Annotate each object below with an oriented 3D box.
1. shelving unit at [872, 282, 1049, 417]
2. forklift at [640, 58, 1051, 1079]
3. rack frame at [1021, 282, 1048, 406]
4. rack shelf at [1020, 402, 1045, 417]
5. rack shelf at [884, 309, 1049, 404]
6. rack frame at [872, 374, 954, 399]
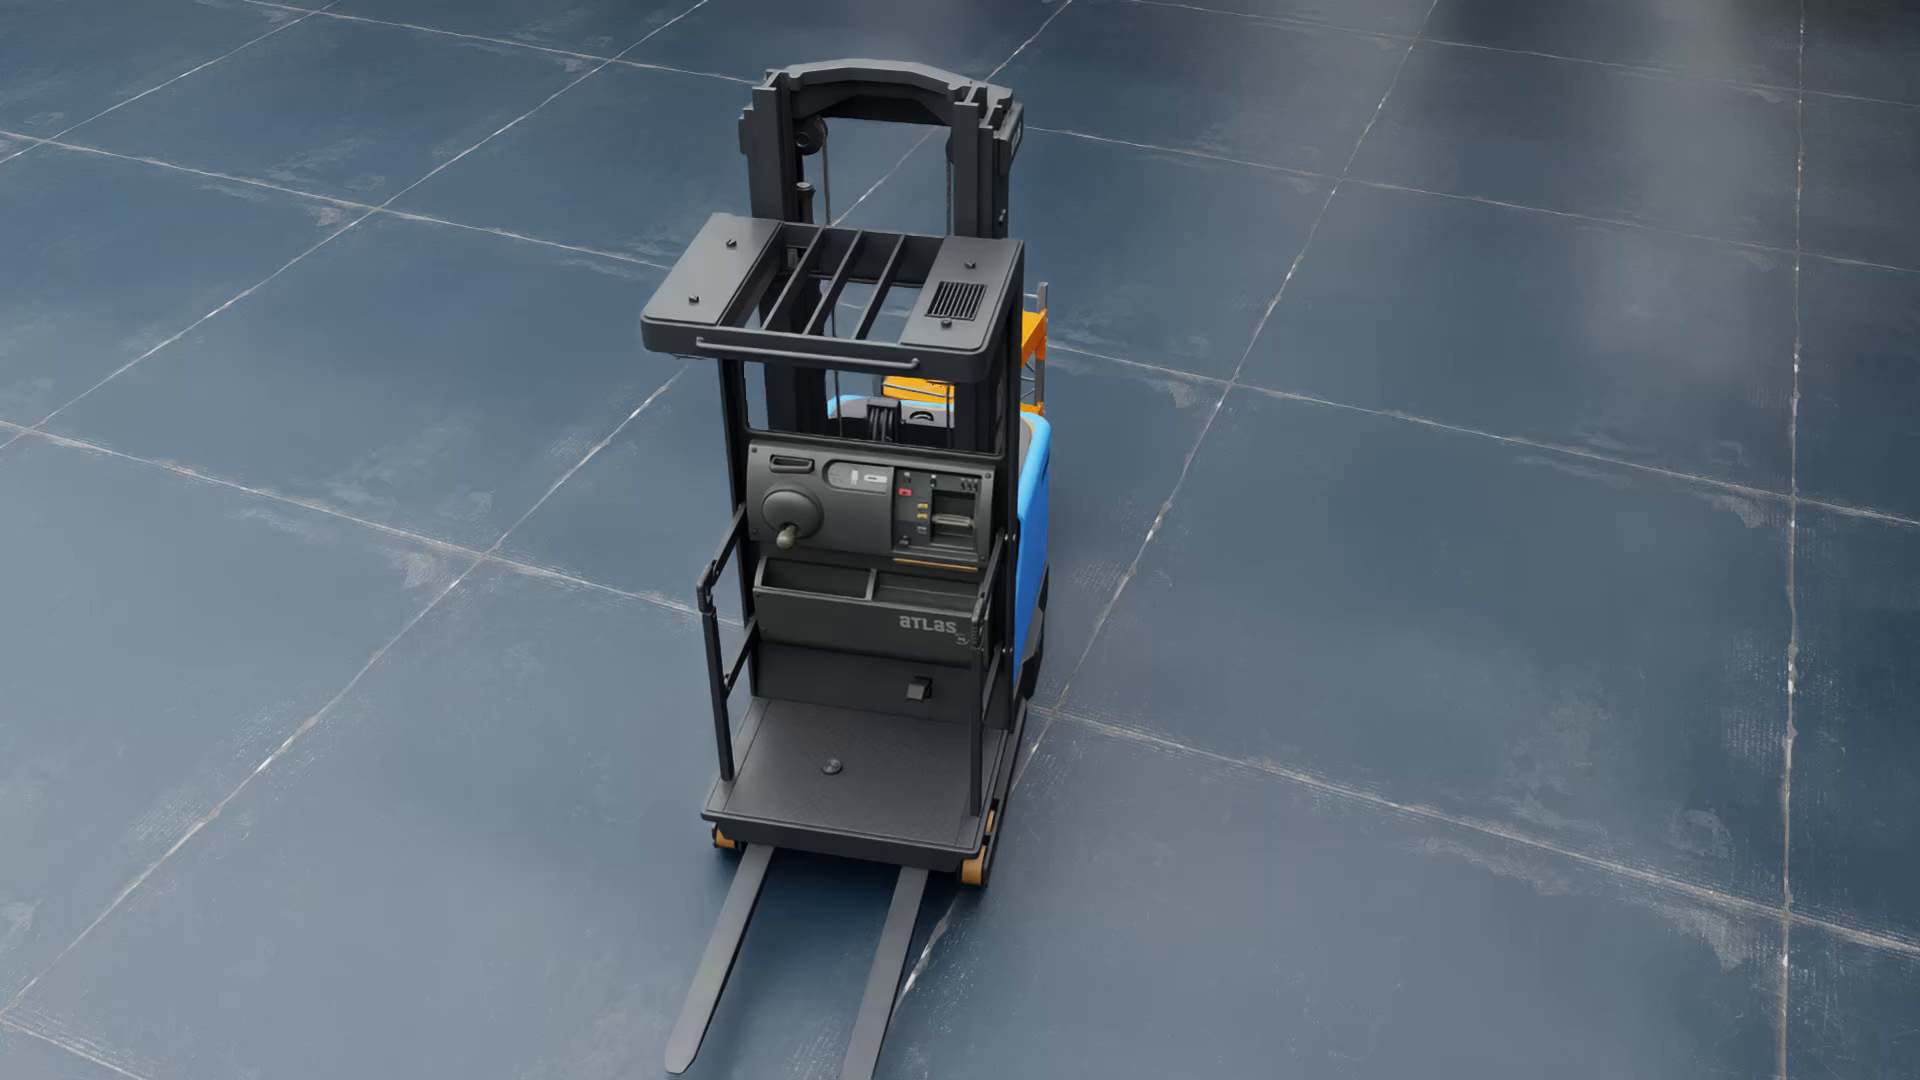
[{"bbox_3d":[0.017,-0.566,8.169,0.538,1.125,1.048,12,38,16],"label":"shelving unit"},{"bbox_3d":[-0.374,-0.060,5.984,1.130,2.935,3.031,7,37,9],"label":"forklift"},{"bbox_3d":[0.191,-0.852,8.552,0.500,1.125,0.032,12,38,16],"label":"rack frame"},{"bbox_3d":[0.017,-0.370,8.315,0.538,0.278,1.000,12,38,16],"label":"rack shelf"},{"bbox_3d":[0.017,-0.800,7.994,0.538,0.278,1.000,12,38,16],"label":"rack shelf"},{"bbox_3d":[-0.157,-0.280,7.786,0.500,1.125,0.032,12,38,16],"label":"rack frame"}]
